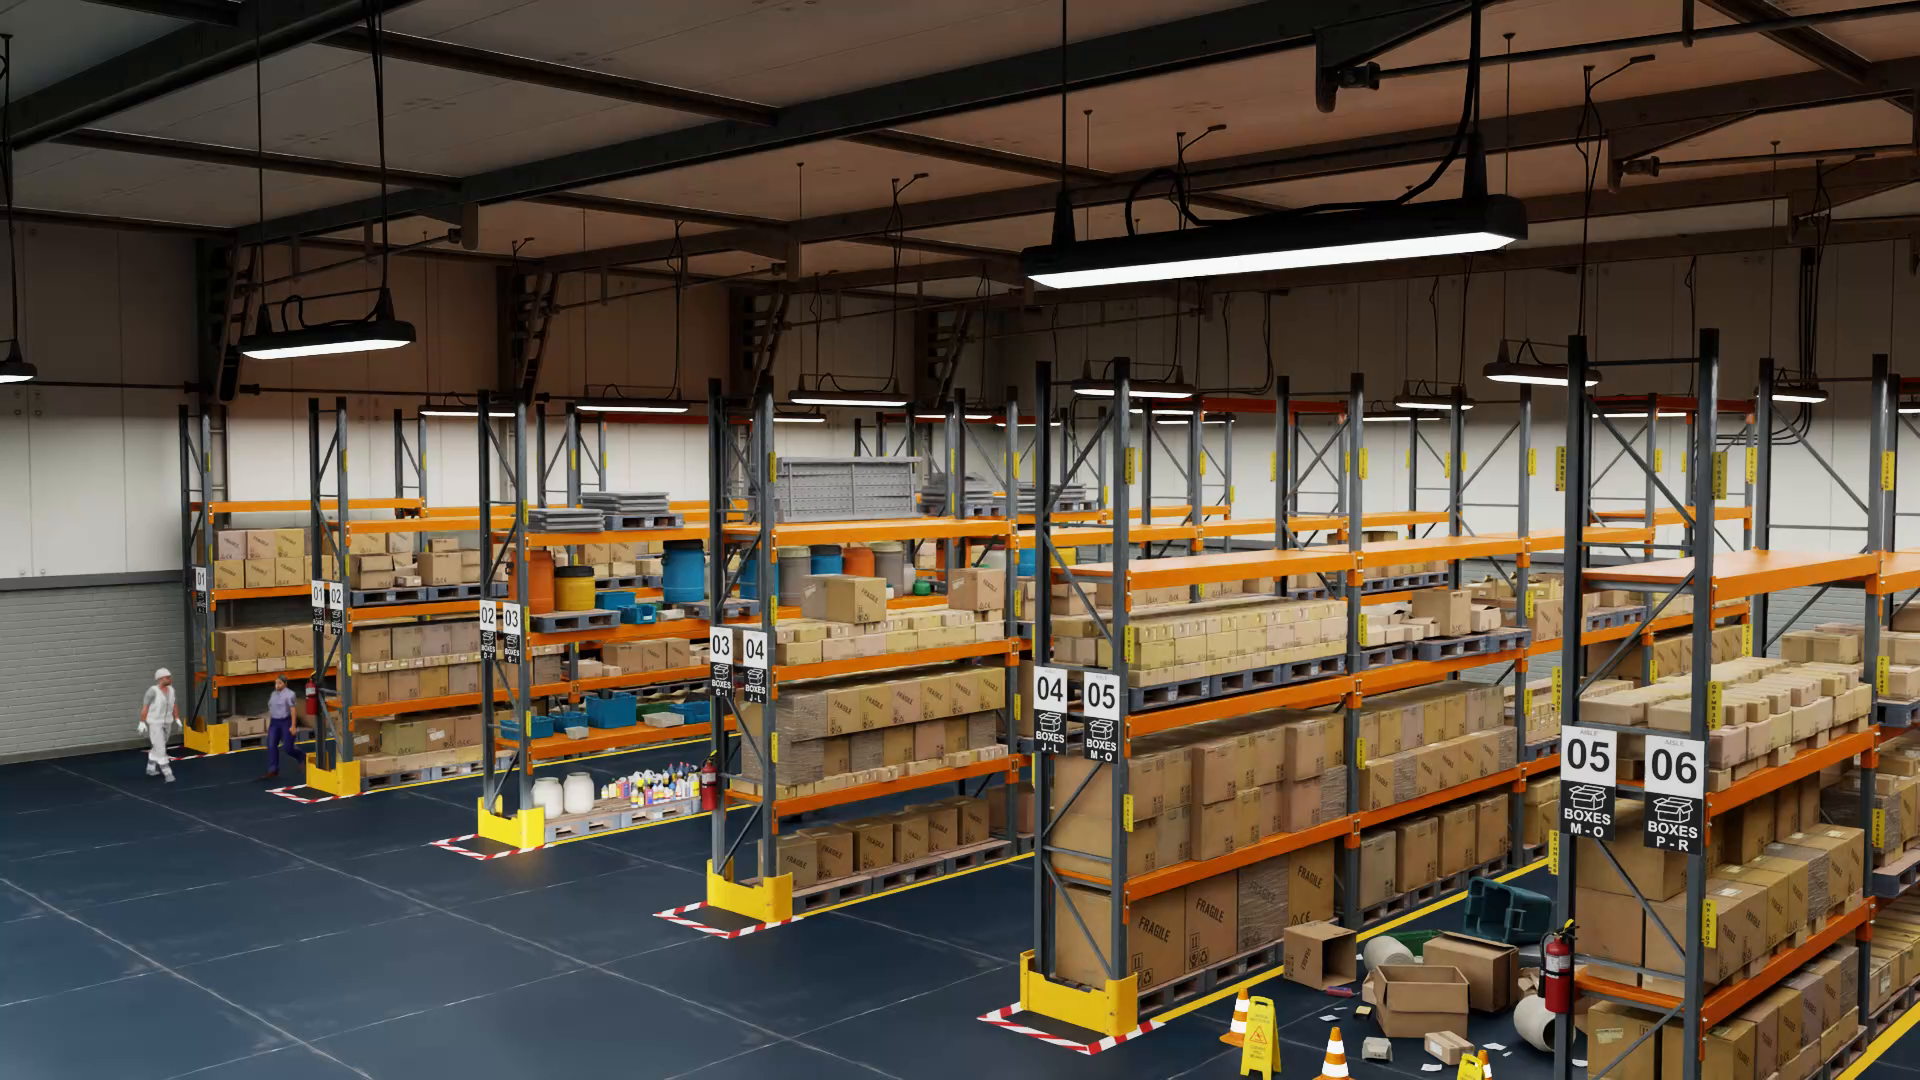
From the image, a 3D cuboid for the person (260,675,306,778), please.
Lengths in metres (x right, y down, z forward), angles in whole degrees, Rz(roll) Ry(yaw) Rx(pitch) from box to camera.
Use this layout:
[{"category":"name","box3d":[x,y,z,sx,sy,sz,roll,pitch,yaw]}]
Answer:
[{"category":"person","box3d":[-10.750,2.943,26.477,0.509,1.632,0.679,1,3,20]}]

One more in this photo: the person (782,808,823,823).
[{"category":"person","box3d":[-2.241,3.097,23.350,0.617,1.694,0.595,-2,4,-35]}]

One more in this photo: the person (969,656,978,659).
[{"category":"person","box3d":[0.371,2.100,41.375,0.572,1.792,0.439,-3,4,-44]}]

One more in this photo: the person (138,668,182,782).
[{"category":"person","box3d":[-12.580,2.887,26.224,0.966,1.728,0.627,2,4,33]}]
